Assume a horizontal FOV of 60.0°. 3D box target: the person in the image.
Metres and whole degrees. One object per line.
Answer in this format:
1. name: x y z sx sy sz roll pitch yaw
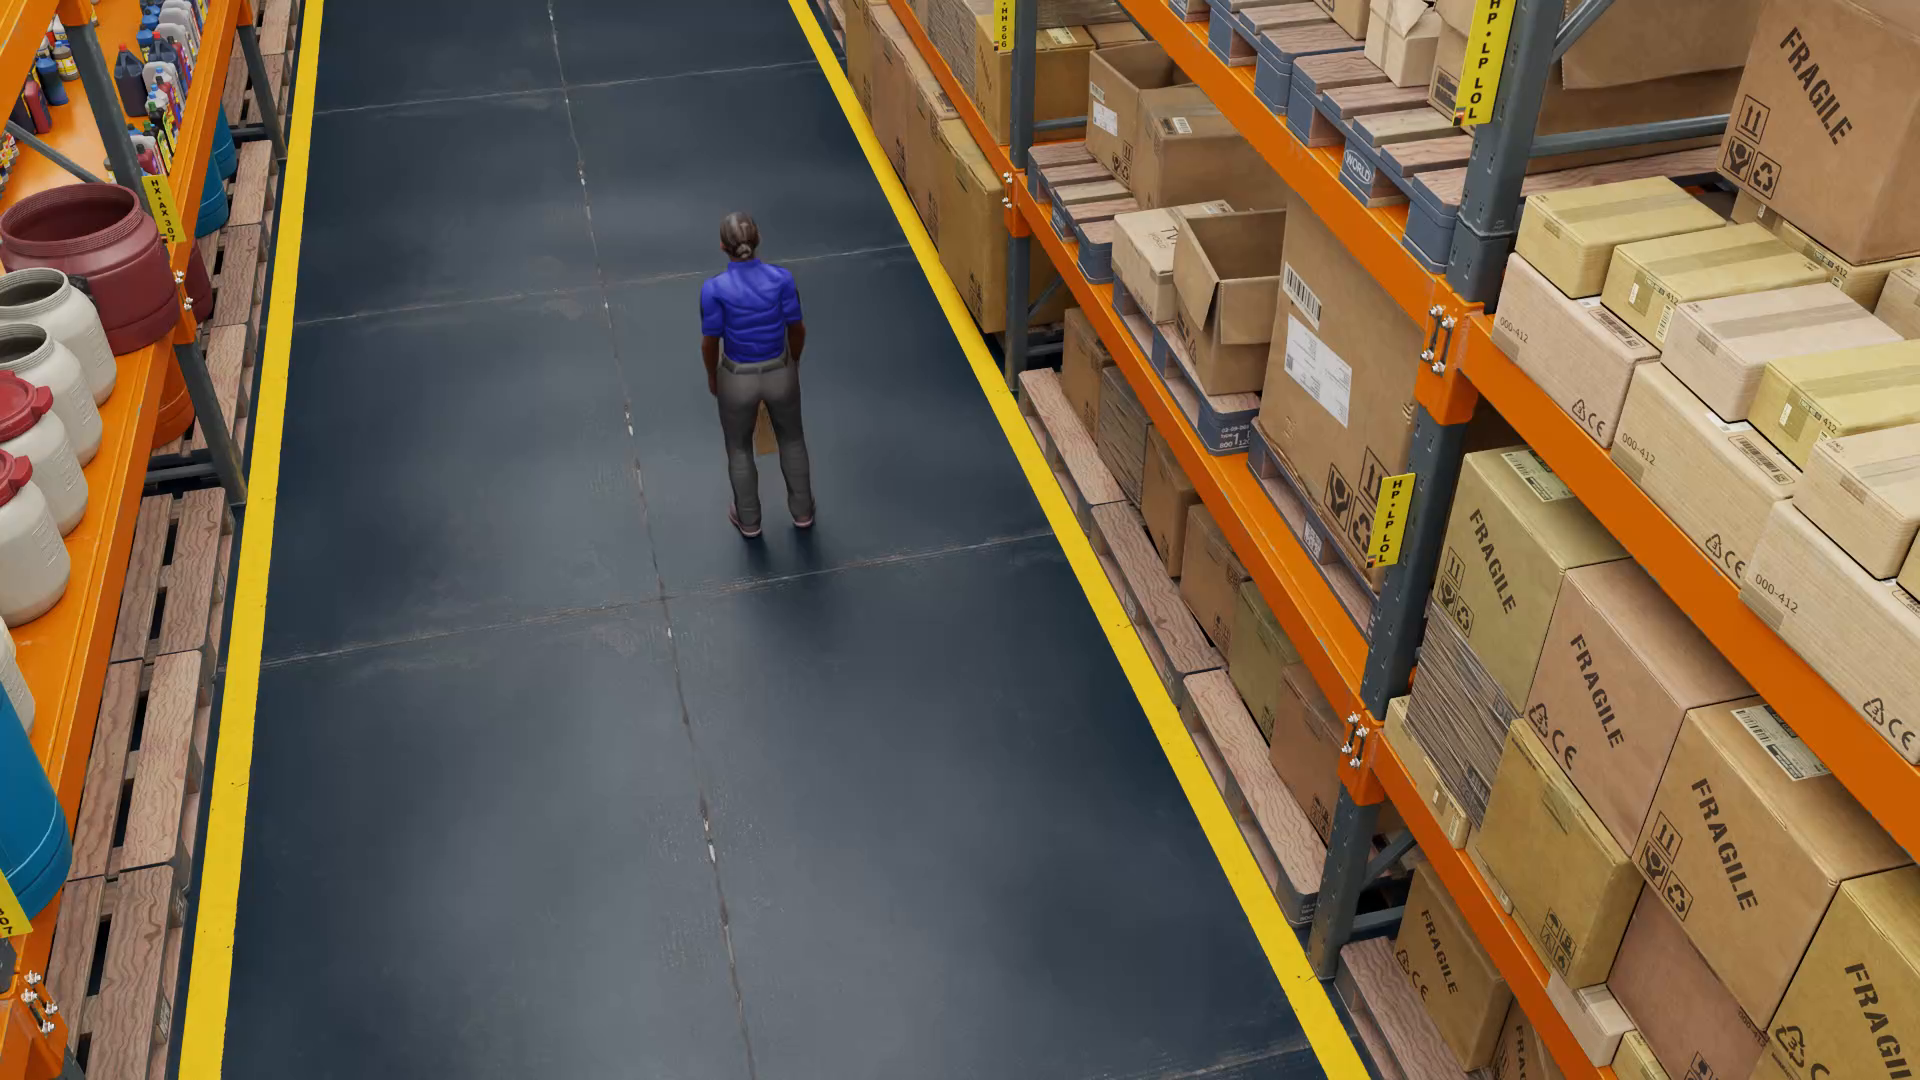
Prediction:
1. person: -0.935 -0.764 7.621 0.478 1.588 0.322 -11 40 -13
